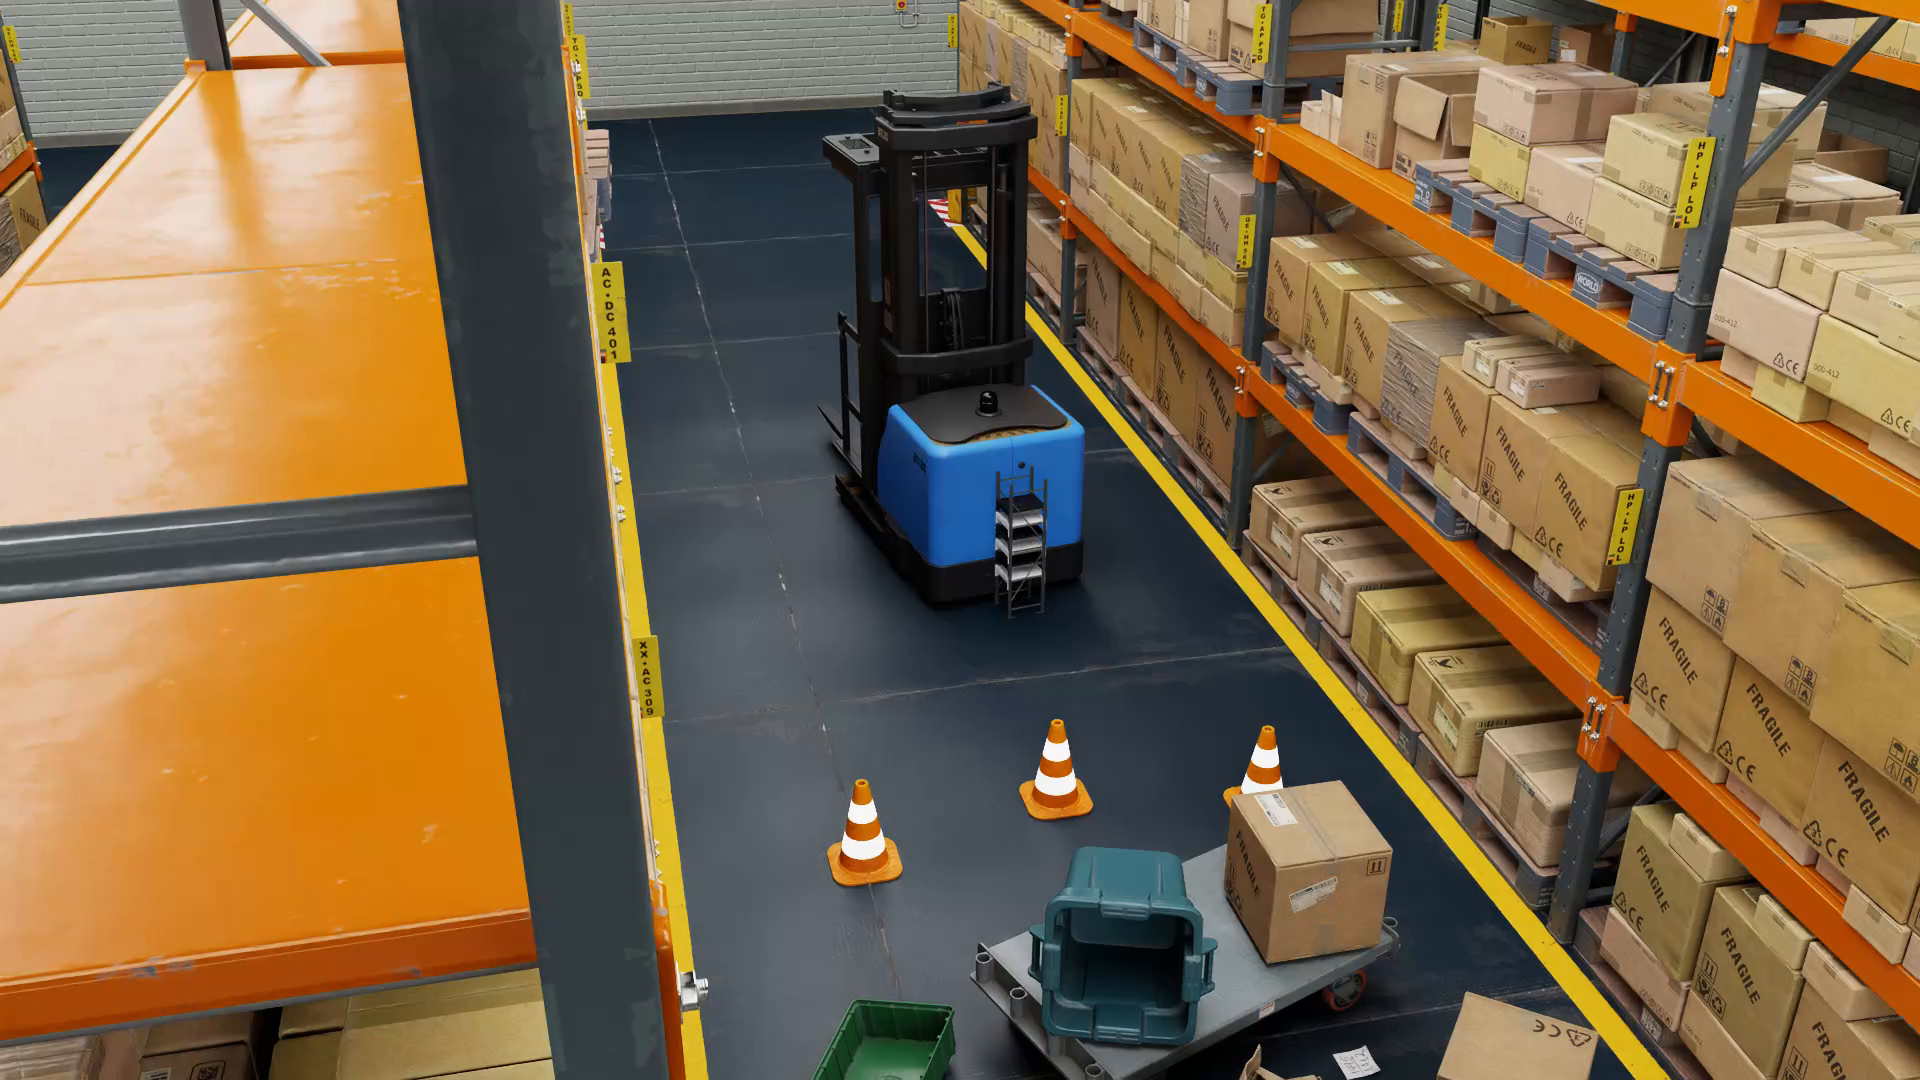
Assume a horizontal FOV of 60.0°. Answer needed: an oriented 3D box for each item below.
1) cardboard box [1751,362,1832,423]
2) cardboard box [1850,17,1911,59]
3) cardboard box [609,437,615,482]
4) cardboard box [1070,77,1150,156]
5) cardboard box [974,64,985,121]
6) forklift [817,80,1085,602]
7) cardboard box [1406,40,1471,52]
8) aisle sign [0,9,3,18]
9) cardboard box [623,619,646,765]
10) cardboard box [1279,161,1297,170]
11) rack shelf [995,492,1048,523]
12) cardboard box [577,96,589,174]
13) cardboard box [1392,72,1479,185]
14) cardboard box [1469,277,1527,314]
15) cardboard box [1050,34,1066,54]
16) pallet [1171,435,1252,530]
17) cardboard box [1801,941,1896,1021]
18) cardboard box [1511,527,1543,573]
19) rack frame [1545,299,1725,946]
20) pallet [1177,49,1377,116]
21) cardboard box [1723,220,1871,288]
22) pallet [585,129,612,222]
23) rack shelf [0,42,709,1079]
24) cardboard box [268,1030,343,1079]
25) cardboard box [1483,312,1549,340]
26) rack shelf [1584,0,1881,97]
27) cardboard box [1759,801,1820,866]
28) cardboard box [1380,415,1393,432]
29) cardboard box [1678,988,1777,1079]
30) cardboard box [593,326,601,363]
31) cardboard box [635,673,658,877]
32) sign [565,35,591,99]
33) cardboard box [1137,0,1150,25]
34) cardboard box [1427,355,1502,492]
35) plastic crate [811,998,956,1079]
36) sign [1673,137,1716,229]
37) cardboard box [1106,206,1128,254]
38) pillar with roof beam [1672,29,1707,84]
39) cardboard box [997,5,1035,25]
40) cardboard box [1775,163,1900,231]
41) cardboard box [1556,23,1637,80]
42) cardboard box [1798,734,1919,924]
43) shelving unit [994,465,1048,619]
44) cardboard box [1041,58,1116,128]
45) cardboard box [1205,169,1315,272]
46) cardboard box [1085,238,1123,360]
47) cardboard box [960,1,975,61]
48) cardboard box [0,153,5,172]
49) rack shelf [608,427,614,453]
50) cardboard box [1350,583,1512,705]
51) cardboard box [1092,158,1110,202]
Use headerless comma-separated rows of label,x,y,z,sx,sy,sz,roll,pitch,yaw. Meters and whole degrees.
cardboard box,3.005,-0.534,5.776,0.380,0.149,0.250,-6,27,-12
cardboard box,6.639,-3.545,11.629,0.500,0.250,0.500,-6,27,-11
cardboard box,-1.118,-0.151,4.439,0.380,0.149,0.250,-6,27,-11
cardboard box,1.188,-3.371,13.225,0.500,0.500,0.500,-6,27,-11
cardboard box,0.437,-4.444,16.460,0.500,0.500,0.500,-6,27,-12
forklift,-0.227,-1.573,10.961,1.130,2.935,3.031,-10,28,-19
cardboard box,5.142,-5.203,17.912,0.500,0.250,0.500,-6,27,-11
aisle sign,-8.912,-5.074,14.936,0.394,0.787,0.004,-6,27,-12
cardboard box,-0.720,0.273,2.715,0.380,0.149,0.250,-6,27,-12
cardboard box,2.276,-2.295,11.094,0.500,0.500,0.500,-6,27,-11
rack shelf,0.367,-0.194,9.957,0.258,0.077,0.200,-10,28,-19
cardboard box,-2.002,-1.902,7.729,0.500,0.311,0.500,-6,27,-12
cardboard box,2.642,-2.064,8.414,0.797,0.503,0.637,-6,27,-12
cardboard box,2.914,-1.311,8.738,0.380,0.149,0.250,-7,28,-14
cardboard box,0.989,-4.223,14.193,0.380,0.149,0.250,-6,27,-12
pallet,2.166,-0.455,11.763,1.003,0.211,1.213,-6,27,-12
cardboard box,3.192,1.516,5.796,0.380,0.149,0.250,-4,27,-9
cardboard box,2.744,0.019,7.542,0.380,0.149,0.250,-7,28,-13
rack frame,3.171,0.410,6.955,1.000,3.000,0.127,-6,27,-12
pallet,2.073,-2.878,10.350,1.213,0.211,1.003,-5,27,-9
cardboard box,2.924,-1.001,5.817,0.380,0.149,0.250,-6,27,-13
pallet,-2.333,-1.776,8.168,1.213,0.211,1.003,-5,27,-9
rack shelf,-1.178,-0.343,3.032,1.077,0.370,4.000,-6,27,-12
cardboard box,-0.586,0.838,2.037,0.500,0.250,0.500,-6,27,-12
cardboard box,3.007,-0.853,8.549,0.500,0.500,0.500,-7,28,-14
rack shelf,2.721,-2.646,7.595,1.077,0.370,4.000,-6,27,-12
cardboard box,3.149,1.024,6.017,0.380,0.149,0.250,-5,27,-10
cardboard box,2.484,-0.667,8.901,0.380,0.149,0.250,-5,27,-10
cardboard box,3.173,1.970,6.451,0.500,0.250,0.500,-4,27,-9
cardboard box,-1.067,-0.399,4.046,0.380,0.149,0.250,-5,27,-11
cardboard box,-1.342,0.803,4.811,0.875,0.550,0.550,-6,27,-12
sign,-1.987,-2.457,8.645,0.100,0.325,0.005,-6,27,-12
cardboard box,1.439,-3.731,11.513,0.396,0.266,0.258,-4,27,-7
cardboard box,2.620,-0.579,8.008,0.500,0.500,0.500,-5,27,-10
plastic crate,-0.313,2.130,6.604,0.450,0.188,0.662,-2,25,20
sign,2.631,-1.278,5.959,0.100,0.325,0.005,-6,27,-12
cardboard box,1.429,-2.361,12.613,0.500,0.250,0.500,-6,27,-12
pillar with roof beam,2.731,-6.246,13.484,9.100,9.000,0.400,-6,27,-12
cardboard box,0.555,-4.884,15.503,0.380,0.149,0.250,-6,27,-11
cardboard box,3.430,-1.347,6.807,0.500,0.250,0.500,-7,28,-13
cardboard box,6.127,-4.689,16.062,0.500,0.500,0.500,-7,28,-13
cardboard box,3.235,0.894,5.556,0.500,0.500,0.500,-6,27,-12
shelving unit,0.367,0.017,10.064,0.258,0.900,0.210,-10,28,-19
cardboard box,0.993,-3.772,14.020,0.500,0.500,0.500,-6,27,-12
cardboard box,1.899,-2.037,10.583,0.500,0.500,0.500,-7,28,-13
cardboard box,1.586,-2.077,13.774,0.875,0.875,0.875,-5,27,-10
cardboard box,0.298,-5.109,16.670,0.500,0.500,0.500,-7,28,-13
cardboard box,-8.616,-3.282,14.549,0.380,0.149,0.250,-5,27,-11
rack shelf,-2.981,-1.356,11.252,1.077,0.370,4.000,-6,27,-12
cardboard box,2.727,0.545,9.137,0.950,0.372,0.625,-5,27,-10
cardboard box,1.338,-2.810,12.947,0.500,0.250,0.500,-6,27,-11
